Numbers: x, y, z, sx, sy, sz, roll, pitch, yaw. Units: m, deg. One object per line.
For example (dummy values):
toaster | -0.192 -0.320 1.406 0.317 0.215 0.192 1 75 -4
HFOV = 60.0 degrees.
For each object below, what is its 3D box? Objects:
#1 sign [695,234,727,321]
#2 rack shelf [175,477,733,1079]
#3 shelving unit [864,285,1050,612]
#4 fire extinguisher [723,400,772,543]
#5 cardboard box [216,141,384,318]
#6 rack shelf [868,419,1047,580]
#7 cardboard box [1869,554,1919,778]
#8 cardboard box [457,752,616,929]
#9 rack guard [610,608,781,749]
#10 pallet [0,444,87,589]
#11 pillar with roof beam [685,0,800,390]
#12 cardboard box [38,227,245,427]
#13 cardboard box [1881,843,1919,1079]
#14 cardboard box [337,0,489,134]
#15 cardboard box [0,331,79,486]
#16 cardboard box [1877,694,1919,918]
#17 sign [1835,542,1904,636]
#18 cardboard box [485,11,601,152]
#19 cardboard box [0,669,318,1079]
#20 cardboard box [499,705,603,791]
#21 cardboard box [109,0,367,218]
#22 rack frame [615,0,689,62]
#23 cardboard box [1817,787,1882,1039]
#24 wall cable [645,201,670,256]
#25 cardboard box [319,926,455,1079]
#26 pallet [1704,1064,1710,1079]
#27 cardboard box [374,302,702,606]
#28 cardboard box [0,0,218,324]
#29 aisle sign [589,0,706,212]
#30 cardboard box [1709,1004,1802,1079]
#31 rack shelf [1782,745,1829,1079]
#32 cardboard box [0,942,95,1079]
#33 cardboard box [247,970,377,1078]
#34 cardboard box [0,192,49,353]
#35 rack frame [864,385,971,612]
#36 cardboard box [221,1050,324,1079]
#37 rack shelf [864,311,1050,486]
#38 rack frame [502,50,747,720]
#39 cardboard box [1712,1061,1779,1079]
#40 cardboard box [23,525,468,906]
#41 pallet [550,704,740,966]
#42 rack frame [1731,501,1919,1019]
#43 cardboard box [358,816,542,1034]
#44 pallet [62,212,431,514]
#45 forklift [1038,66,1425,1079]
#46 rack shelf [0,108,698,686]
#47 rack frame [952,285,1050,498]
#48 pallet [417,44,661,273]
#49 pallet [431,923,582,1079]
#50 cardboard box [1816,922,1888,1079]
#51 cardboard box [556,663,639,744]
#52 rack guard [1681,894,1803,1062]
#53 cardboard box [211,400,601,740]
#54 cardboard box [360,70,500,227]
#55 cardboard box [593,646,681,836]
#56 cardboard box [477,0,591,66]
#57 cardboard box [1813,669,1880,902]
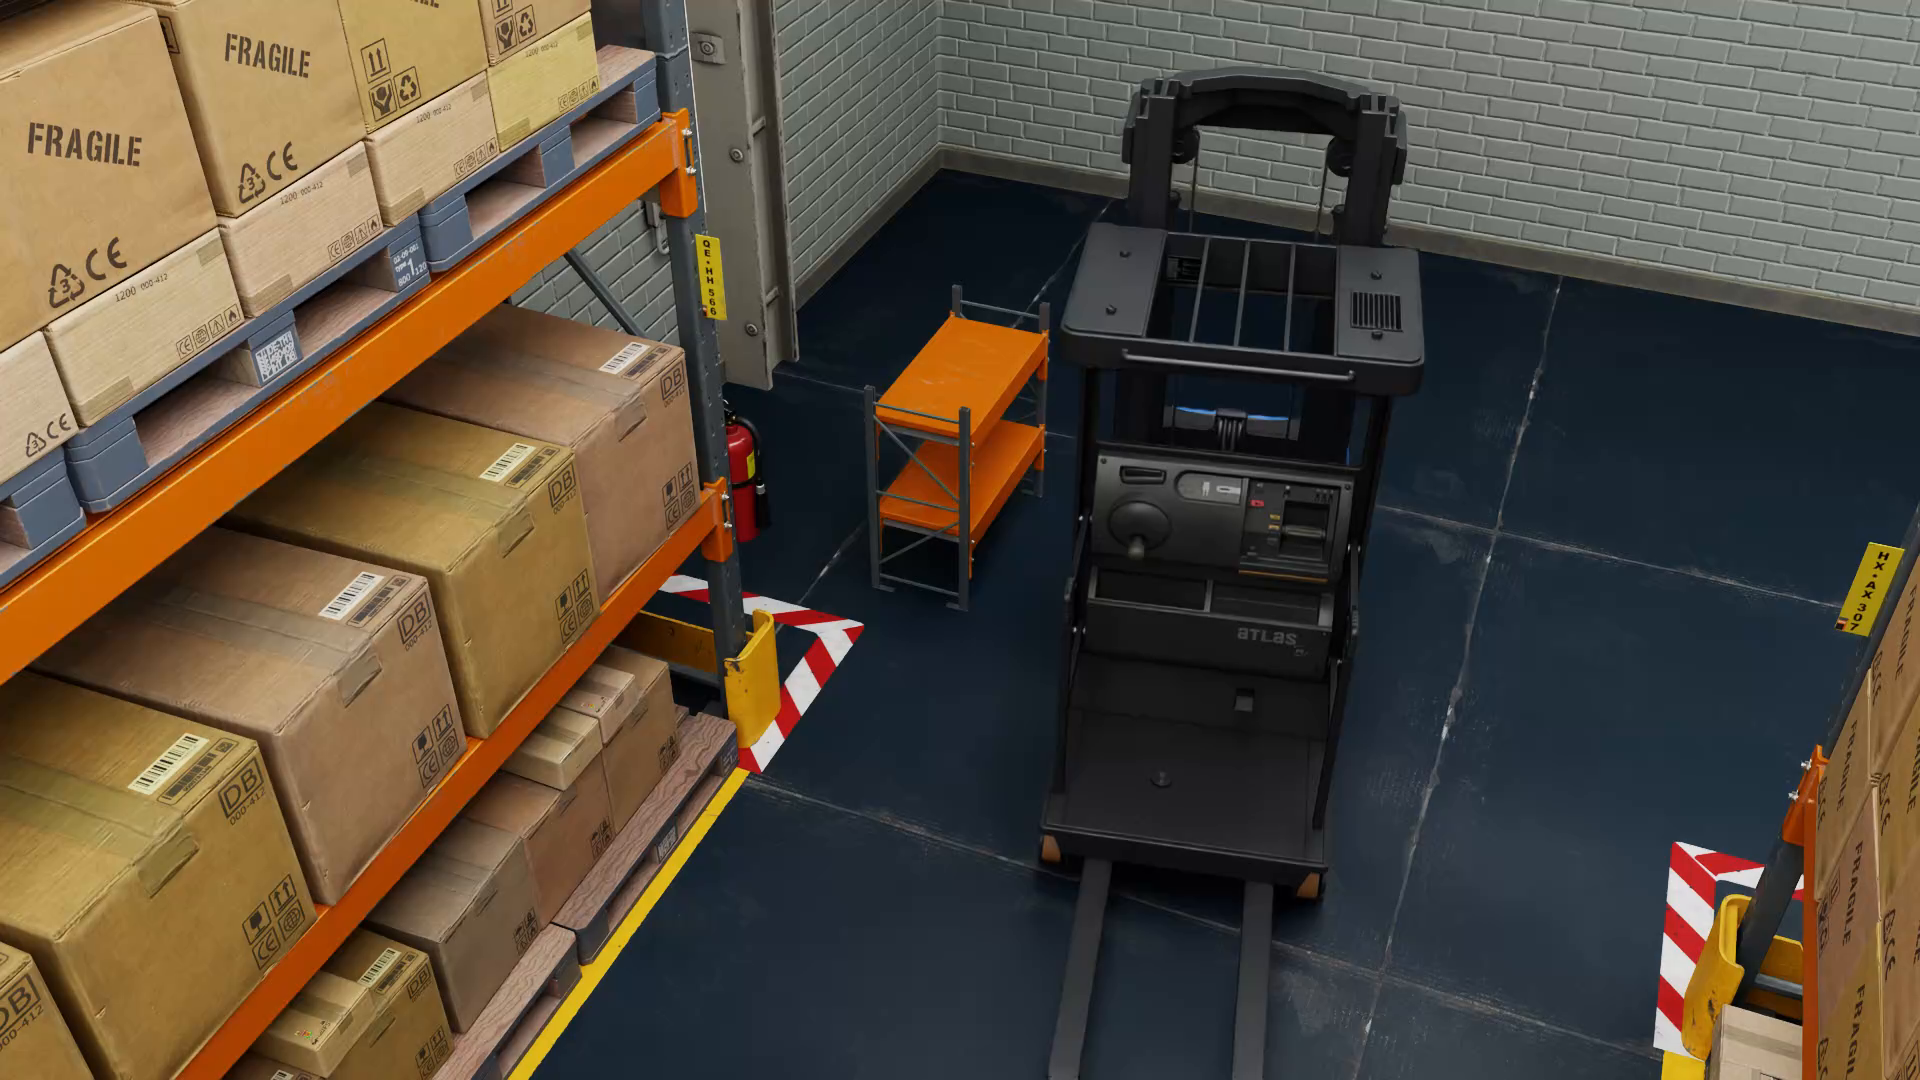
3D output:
sign | -0.890 -0.934 5.931 0.100 0.325 0.005 14 39 18
rack shelf | -2.148 0.889 5.258 1.077 0.370 4.000 14 39 18
shelving unit | 0.003 -0.454 8.020 0.538 1.125 1.048 14 39 18
fire extinguisher | -0.903 -0.305 6.630 0.296 0.674 0.183 14 39 18
cardboard box | -1.810 -0.813 4.119 0.500 0.250 0.500 13 39 16
rack shelf | 0.003 -0.258 8.166 0.538 0.278 1.000 14 39 18
cardboard box | 2.783 0.365 4.440 0.500 0.500 0.500 15 39 19
cardboard box | -1.751 1.014 6.227 0.700 0.500 0.500 14 39 18
rack guard | -1.378 0.481 7.290 1.175 0.500 0.348 14 39 18
pallet | -2.588 0.091 3.293 1.003 0.211 1.213 14 39 18
pillar with roof beam | 2.822 -3.621 5.680 9.100 9.000 0.400 14 39 18
cardboard box | -2.007 -0.529 3.739 0.500 0.250 0.500 13 39 17
cardboard box | 2.396 0.932 3.681 0.500 0.500 0.500 14 39 18
cardboard box | -1.613 -1.415 4.298 0.500 0.500 0.500 15 39 19
cardboard box | -2.195 -0.243 3.357 0.500 0.250 0.500 13 39 17
cardboard box | 2.591 0.656 4.050 0.500 0.500 0.500 14 39 18
sign | 2.694 0.149 4.923 0.100 0.325 0.005 14 39 18
cardboard box | -1.420 -1.391 4.892 0.500 0.250 0.500 15 39 19
cardboard box | -2.404 0.888 4.407 0.980 0.700 0.700 13 39 17
cardboard box | -1.538 0.731 6.063 0.380 0.149 0.250 15 39 19
cardboard box | -1.804 -1.124 3.909 0.500 0.500 0.500 12 38 16
rack frame | -1.387 -2.910 4.728 1.000 3.000 0.127 14 39 18
cardboard box | 2.592 1.052 4.355 0.500 0.500 0.500 13 39 17
wall cable | -1.774 -1.838 7.457 0.084 1.984 1.851 14 39 18
cardboard box | -2.138 1.589 5.457 0.700 0.500 0.500 15 39 19
pallet | 2.864 2.220 5.205 1.003 0.211 1.213 14 39 18
cardboard box | -1.572 -0.342 6.054 0.980 0.700 0.700 16 40 20
cardboard box | -2.005 -0.834 3.521 0.500 0.500 0.500 14 39 18
aisle sign | -1.082 -1.520 5.708 0.394 0.787 0.004 14 39 18
cardboard box | 2.719 1.739 5.534 0.380 0.149 0.250 14 39 18
rack shelf | 2.435 2.015 3.751 1.077 0.370 4.000 14 39 18
cardboard box | -2.687 1.291 3.868 0.980 0.700 0.700 14 39 18
cardboard box | -2.032 1.453 5.097 0.380 0.149 0.250 13 39 16
cardboard box | -2.188 -0.559 3.153 0.500 0.500 0.500 13 39 17
rack frame | -0.191 -0.173 7.643 0.500 1.125 0.032 14 39 18
cardboard box | -2.335 1.873 5.078 0.700 0.500 0.500 13 39 17
rack shelf | 0.003 -0.689 7.845 0.538 0.278 1.000 14 39 18
rack frame | -1.387 -0.507 6.524 1.000 3.000 0.127 14 39 18
cardboard box | 2.623 1.870 5.343 0.380 0.166 0.250 14 39 18
cardboard box | -2.137 0.483 4.949 0.980 0.700 0.700 12 38 16
pallet | -1.619 1.071 6.743 1.003 0.211 1.213 14 39 18
rack frame | 3.196 0.619 5.017 1.000 3.000 0.127 14 39 18
cardboard box | -1.942 1.292 5.854 0.700 0.500 0.500 13 39 16
pallet | -2.122 -0.582 4.193 1.003 0.211 1.213 14 39 18
forklift | 0.919 -0.018 5.927 1.130 2.935 3.031 7 37 9
rack shelf | -2.148 -0.313 4.360 1.077 0.370 4.000 14 39 18
rack frame | 0.196 -0.736 8.396 0.500 1.125 0.032 14 39 18
pallet | -1.659 -1.260 5.100 1.003 0.211 1.213 14 39 18
pallet | -2.084 1.744 5.842 1.003 0.211 1.213 14 39 18
cardboard box | 2.398 1.329 3.984 0.500 0.500 0.500 14 39 18
cardboard box | -1.441 0.589 6.253 0.380 0.149 0.250 13 39 17
rack guard | 3.167 1.663 5.709 1.175 0.500 0.348 14 39 18
cardboard box | -1.838 0.063 5.511 0.980 0.700 0.700 14 39 17
cardboard box | -1.617 -1.102 4.506 0.500 0.250 0.500 12 39 16
cardboard box | -1.561 0.736 6.598 0.700 0.500 0.500 14 39 18
cardboard box | -1.413 -1.690 4.666 0.500 0.500 0.500 14 39 18
cardboard box | 2.783 0.765 4.739 0.500 0.500 0.500 15 39 19
